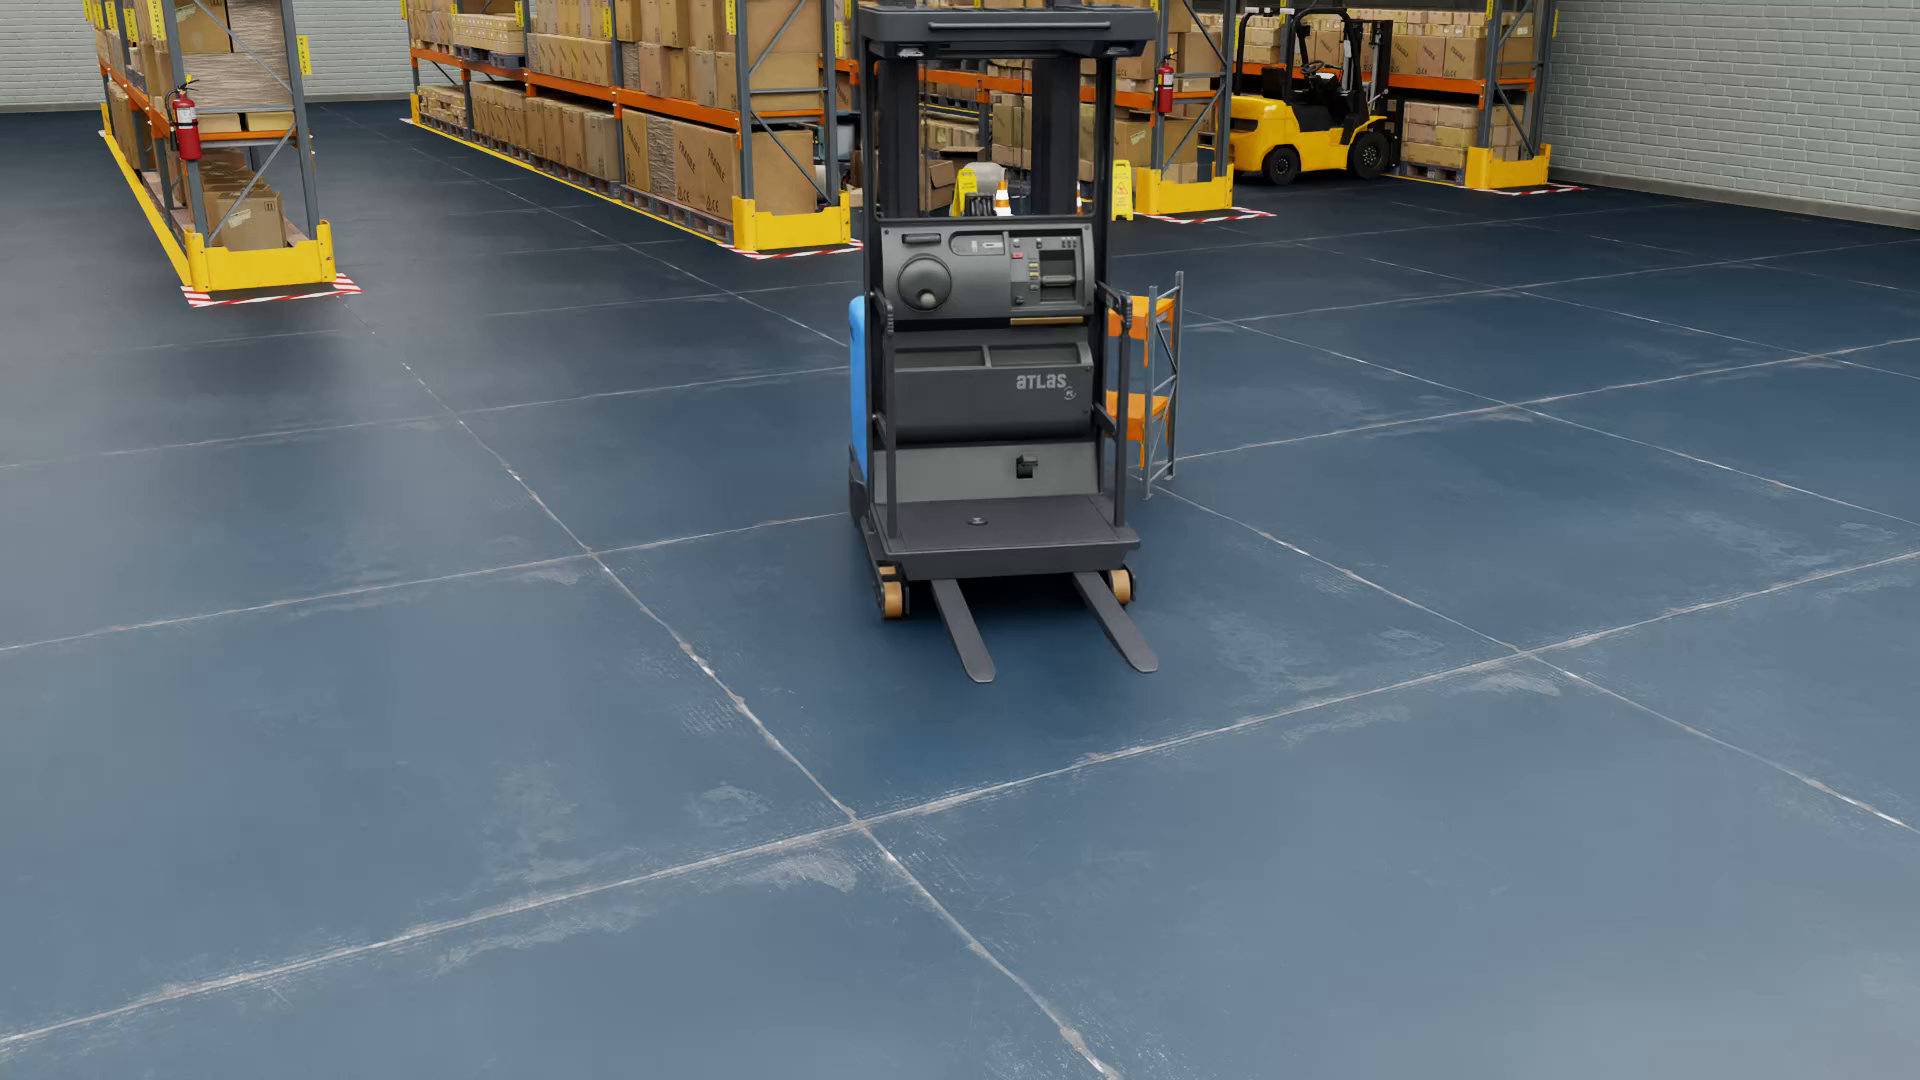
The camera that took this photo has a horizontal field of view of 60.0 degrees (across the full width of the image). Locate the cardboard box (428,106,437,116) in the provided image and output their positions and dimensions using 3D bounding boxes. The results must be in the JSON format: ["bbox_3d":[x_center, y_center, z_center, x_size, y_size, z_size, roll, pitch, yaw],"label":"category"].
[{"bbox_3d":[-8.980,-7.424,28.776,0.380,0.149,0.250,-10,21,-26],"label":"cardboard box"}]

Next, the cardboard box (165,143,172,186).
[{"bbox_3d":[-8.756,-4.319,19.207,0.700,0.500,0.500,-12,22,-31],"label":"cardboard box"}]

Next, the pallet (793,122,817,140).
[{"bbox_3d":[-2.068,-6.765,27.414,1.003,0.211,1.213,-10,21,-27],"label":"pallet"}]

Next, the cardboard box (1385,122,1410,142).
[{"bbox_3d":[5.982,-5.486,22.237,0.500,0.250,0.500,-11,22,-28],"label":"cardboard box"}]

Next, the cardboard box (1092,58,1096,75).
[{"bbox_3d":[1.880,-5.645,19.282,0.500,0.500,0.500,-10,21,-27],"label":"cardboard box"}]

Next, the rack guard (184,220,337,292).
[{"bbox_3d":[-6.144,-2.504,14.623,1.175,0.500,0.348,-10,21,-27],"label":"rack guard"}]

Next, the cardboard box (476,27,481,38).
[{"bbox_3d":[-6.866,-7.436,24.367,0.380,0.149,0.250,-10,22,-28],"label":"cardboard box"}]

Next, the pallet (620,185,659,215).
[{"bbox_3d":[-3.302,-4.003,19.409,1.003,0.211,1.213,-10,21,-27],"label":"pallet"}]

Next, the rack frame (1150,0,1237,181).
[{"bbox_3d":[2.614,-5.199,18.600,1.000,3.000,0.127,-10,21,-27],"label":"rack frame"}]

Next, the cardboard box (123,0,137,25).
[{"bbox_3d":[-10.239,-6.695,21.243,0.797,0.503,0.637,-9,21,-25],"label":"cardboard box"}]

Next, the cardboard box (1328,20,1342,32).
[{"bbox_3d":[5.325,-7.112,22.997,0.380,0.149,0.250,-9,21,-25],"label":"cardboard box"}]

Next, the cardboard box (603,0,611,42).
[{"bbox_3d":[-3.835,-6.213,19.853,0.700,0.500,0.500,-10,22,-28],"label":"cardboard box"}]

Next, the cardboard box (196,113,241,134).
[{"bbox_3d":[-6.425,-3.595,14.337,0.380,0.149,0.250,-10,21,-27],"label":"cardboard box"}]

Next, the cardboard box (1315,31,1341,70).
[{"bbox_3d":[5.324,-6.850,23.231,0.500,0.500,0.500,-10,21,-26],"label":"cardboard box"}]

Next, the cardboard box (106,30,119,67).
[{"bbox_3d":[-11.808,-6.986,23.624,0.500,0.500,0.500,-10,21,-26],"label":"cardboard box"}]

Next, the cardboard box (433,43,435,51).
[{"bbox_3d":[-8.641,-8.294,27.955,0.380,0.149,0.250,-9,21,-25],"label":"cardboard box"}]

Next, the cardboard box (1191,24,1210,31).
[{"bbox_3d":[3.911,-7.826,25.677,0.500,0.250,0.500,-10,21,-26],"label":"cardboard box"}]

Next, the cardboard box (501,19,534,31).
[{"bbox_3d":[-6.130,-7.131,23.027,0.380,0.149,0.250,-11,22,-29],"label":"cardboard box"}]

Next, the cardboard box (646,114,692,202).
[{"bbox_3d":[-2.926,-4.296,18.597,0.875,0.875,0.875,-10,21,-26],"label":"cardboard box"}]

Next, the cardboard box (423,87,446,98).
[{"bbox_3d":[-9.099,-7.773,28.874,0.380,0.149,0.250,-10,21,-27],"label":"cardboard box"}]

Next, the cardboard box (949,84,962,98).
[{"bbox_3d":[0.124,-8.970,32.717,0.500,0.500,0.500,-10,21,-26],"label":"cardboard box"}]

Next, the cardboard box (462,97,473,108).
[{"bbox_3d":[-7.791,-7.042,26.756,0.380,0.149,0.250,-9,21,-25],"label":"cardboard box"}]

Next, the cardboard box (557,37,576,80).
[{"bbox_3d":[-4.800,-6.143,21.182,0.500,0.500,0.500,-10,22,-27],"label":"cardboard box"}]

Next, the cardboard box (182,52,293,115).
[{"bbox_3d":[-6.345,-4.014,14.557,0.875,0.500,0.500,-10,21,-27],"label":"cardboard box"}]

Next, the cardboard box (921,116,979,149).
[{"bbox_3d":[-0.213,-5.859,23.898,0.950,0.372,0.625,-9,21,-25],"label":"cardboard box"}]

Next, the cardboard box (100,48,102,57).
[{"bbox_3d":[-13.215,-7.617,25.992,0.380,0.149,0.250,-10,22,-27],"label":"cardboard box"}]

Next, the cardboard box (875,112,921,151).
[{"bbox_3d":[-0.838,-5.240,21.388,0.500,0.500,0.500,-10,21,-27],"label":"cardboard box"}]

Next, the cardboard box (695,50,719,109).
[{"bbox_3d":[-2.191,-4.728,17.006,0.875,0.550,0.550,-10,21,-27],"label":"cardboard box"}]

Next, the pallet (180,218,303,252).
[{"bbox_3d":[-7.074,-2.956,16.376,1.003,0.211,1.213,-10,21,-27],"label":"pallet"}]

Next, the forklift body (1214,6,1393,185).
[{"bbox_3d":[4.474,-5.830,21.729,2.313,2.155,1.214,-10,21,-27],"label":"forklift body"}]

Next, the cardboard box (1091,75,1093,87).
[{"bbox_3d":[1.780,-5.452,19.717,0.380,0.149,0.250,-10,21,-26],"label":"cardboard box"}]

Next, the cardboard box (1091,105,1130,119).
[{"bbox_3d":[1.770,-5.044,19.577,0.380,0.149,0.250,-9,21,-25],"label":"cardboard box"}]

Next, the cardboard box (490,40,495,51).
[{"bbox_3d":[-6.486,-7.068,23.757,0.380,0.149,0.250,-10,22,-27],"label":"cardboard box"}]

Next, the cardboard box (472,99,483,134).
[{"bbox_3d":[-7.275,-6.612,25.883,0.500,0.500,0.500,-9,21,-25],"label":"cardboard box"}]

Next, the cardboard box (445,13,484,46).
[{"bbox_3d":[-7.871,-8.131,26.488,0.500,0.500,0.500,-10,21,-27],"label":"cardboard box"}]

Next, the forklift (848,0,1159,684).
[{"bbox_3d":[0.158,-1.169,7.026,1.130,2.935,3.031,-3,19,-8],"label":"forklift"}]

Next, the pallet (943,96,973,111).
[{"bbox_3d":[0.373,-8.644,32.858,1.003,0.211,1.213,-10,21,-27],"label":"pallet"}]

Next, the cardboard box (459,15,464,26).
[{"bbox_3d":[-7.353,-7.872,25.175,0.380,0.149,0.250,-10,21,-26],"label":"cardboard box"}]

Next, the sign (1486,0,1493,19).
[{"bbox_3d":[6.496,-6.548,20.372,0.100,0.325,0.005,-10,21,-27],"label":"sign"}]

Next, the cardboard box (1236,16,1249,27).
[{"bbox_3d":[4.273,-7.740,24.815,0.380,0.149,0.250,-11,22,-28],"label":"cardboard box"}]

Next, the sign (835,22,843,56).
[{"bbox_3d":[-1.203,-4.934,16.384,0.100,0.325,0.005,-10,21,-27],"label":"sign"}]

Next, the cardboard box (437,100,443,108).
[{"bbox_3d":[-8.759,-7.502,28.545,0.380,0.149,0.250,-11,22,-29],"label":"cardboard box"}]

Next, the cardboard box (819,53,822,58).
[{"bbox_3d":[-1.910,-7.674,26.003,0.500,0.250,0.500,-10,21,-26],"label":"cardboard box"}]

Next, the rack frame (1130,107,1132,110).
[{"bbox_3d":[3.181,-8.266,27.487,1.000,3.000,0.127,-10,21,-27],"label":"rack frame"}]

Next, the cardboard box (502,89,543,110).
[{"bbox_3d":[-6.298,-6.370,24.033,0.500,0.250,0.500,-10,21,-26],"label":"cardboard box"}]

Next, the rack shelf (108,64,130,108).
[{"bbox_3d":[-10.856,-6.195,22.589,1.077,0.370,4.000,-10,21,-27],"label":"rack shelf"}]

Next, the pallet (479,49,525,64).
[{"bbox_3d":[-6.469,-7.171,24.610,1.003,0.211,1.213,-10,21,-27],"label":"pallet"}]

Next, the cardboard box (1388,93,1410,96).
[{"bbox_3d":[5.967,-6.087,23.212,0.500,0.250,0.500,-10,21,-26],"label":"cardboard box"}]

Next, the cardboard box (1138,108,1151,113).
[{"bbox_3d":[3.466,-7.161,27.281,0.875,0.625,0.625,-9,21,-25],"label":"cardboard box"}]

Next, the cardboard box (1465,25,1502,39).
[{"bbox_3d":[6.569,-6.379,20.872,0.380,0.149,0.250,-10,21,-26],"label":"cardboard box"}]

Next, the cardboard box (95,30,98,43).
[{"bbox_3d":[-13.462,-7.999,26.489,0.500,0.250,0.500,-10,22,-27],"label":"cardboard box"}]

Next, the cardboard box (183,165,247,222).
[{"bbox_3d":[-7.574,-3.545,16.995,0.500,0.500,0.500,-3,19,-9],"label":"cardboard box"}]

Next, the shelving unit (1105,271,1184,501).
[{"bbox_3d":[0.604,-0.882,8.964,1.048,1.125,0.538,8,21,23],"label":"shelving unit"}]

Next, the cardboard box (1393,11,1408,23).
[{"bbox_3d":[5.931,-6.885,21.881,0.380,0.149,0.250,-10,21,-26],"label":"cardboard box"}]
